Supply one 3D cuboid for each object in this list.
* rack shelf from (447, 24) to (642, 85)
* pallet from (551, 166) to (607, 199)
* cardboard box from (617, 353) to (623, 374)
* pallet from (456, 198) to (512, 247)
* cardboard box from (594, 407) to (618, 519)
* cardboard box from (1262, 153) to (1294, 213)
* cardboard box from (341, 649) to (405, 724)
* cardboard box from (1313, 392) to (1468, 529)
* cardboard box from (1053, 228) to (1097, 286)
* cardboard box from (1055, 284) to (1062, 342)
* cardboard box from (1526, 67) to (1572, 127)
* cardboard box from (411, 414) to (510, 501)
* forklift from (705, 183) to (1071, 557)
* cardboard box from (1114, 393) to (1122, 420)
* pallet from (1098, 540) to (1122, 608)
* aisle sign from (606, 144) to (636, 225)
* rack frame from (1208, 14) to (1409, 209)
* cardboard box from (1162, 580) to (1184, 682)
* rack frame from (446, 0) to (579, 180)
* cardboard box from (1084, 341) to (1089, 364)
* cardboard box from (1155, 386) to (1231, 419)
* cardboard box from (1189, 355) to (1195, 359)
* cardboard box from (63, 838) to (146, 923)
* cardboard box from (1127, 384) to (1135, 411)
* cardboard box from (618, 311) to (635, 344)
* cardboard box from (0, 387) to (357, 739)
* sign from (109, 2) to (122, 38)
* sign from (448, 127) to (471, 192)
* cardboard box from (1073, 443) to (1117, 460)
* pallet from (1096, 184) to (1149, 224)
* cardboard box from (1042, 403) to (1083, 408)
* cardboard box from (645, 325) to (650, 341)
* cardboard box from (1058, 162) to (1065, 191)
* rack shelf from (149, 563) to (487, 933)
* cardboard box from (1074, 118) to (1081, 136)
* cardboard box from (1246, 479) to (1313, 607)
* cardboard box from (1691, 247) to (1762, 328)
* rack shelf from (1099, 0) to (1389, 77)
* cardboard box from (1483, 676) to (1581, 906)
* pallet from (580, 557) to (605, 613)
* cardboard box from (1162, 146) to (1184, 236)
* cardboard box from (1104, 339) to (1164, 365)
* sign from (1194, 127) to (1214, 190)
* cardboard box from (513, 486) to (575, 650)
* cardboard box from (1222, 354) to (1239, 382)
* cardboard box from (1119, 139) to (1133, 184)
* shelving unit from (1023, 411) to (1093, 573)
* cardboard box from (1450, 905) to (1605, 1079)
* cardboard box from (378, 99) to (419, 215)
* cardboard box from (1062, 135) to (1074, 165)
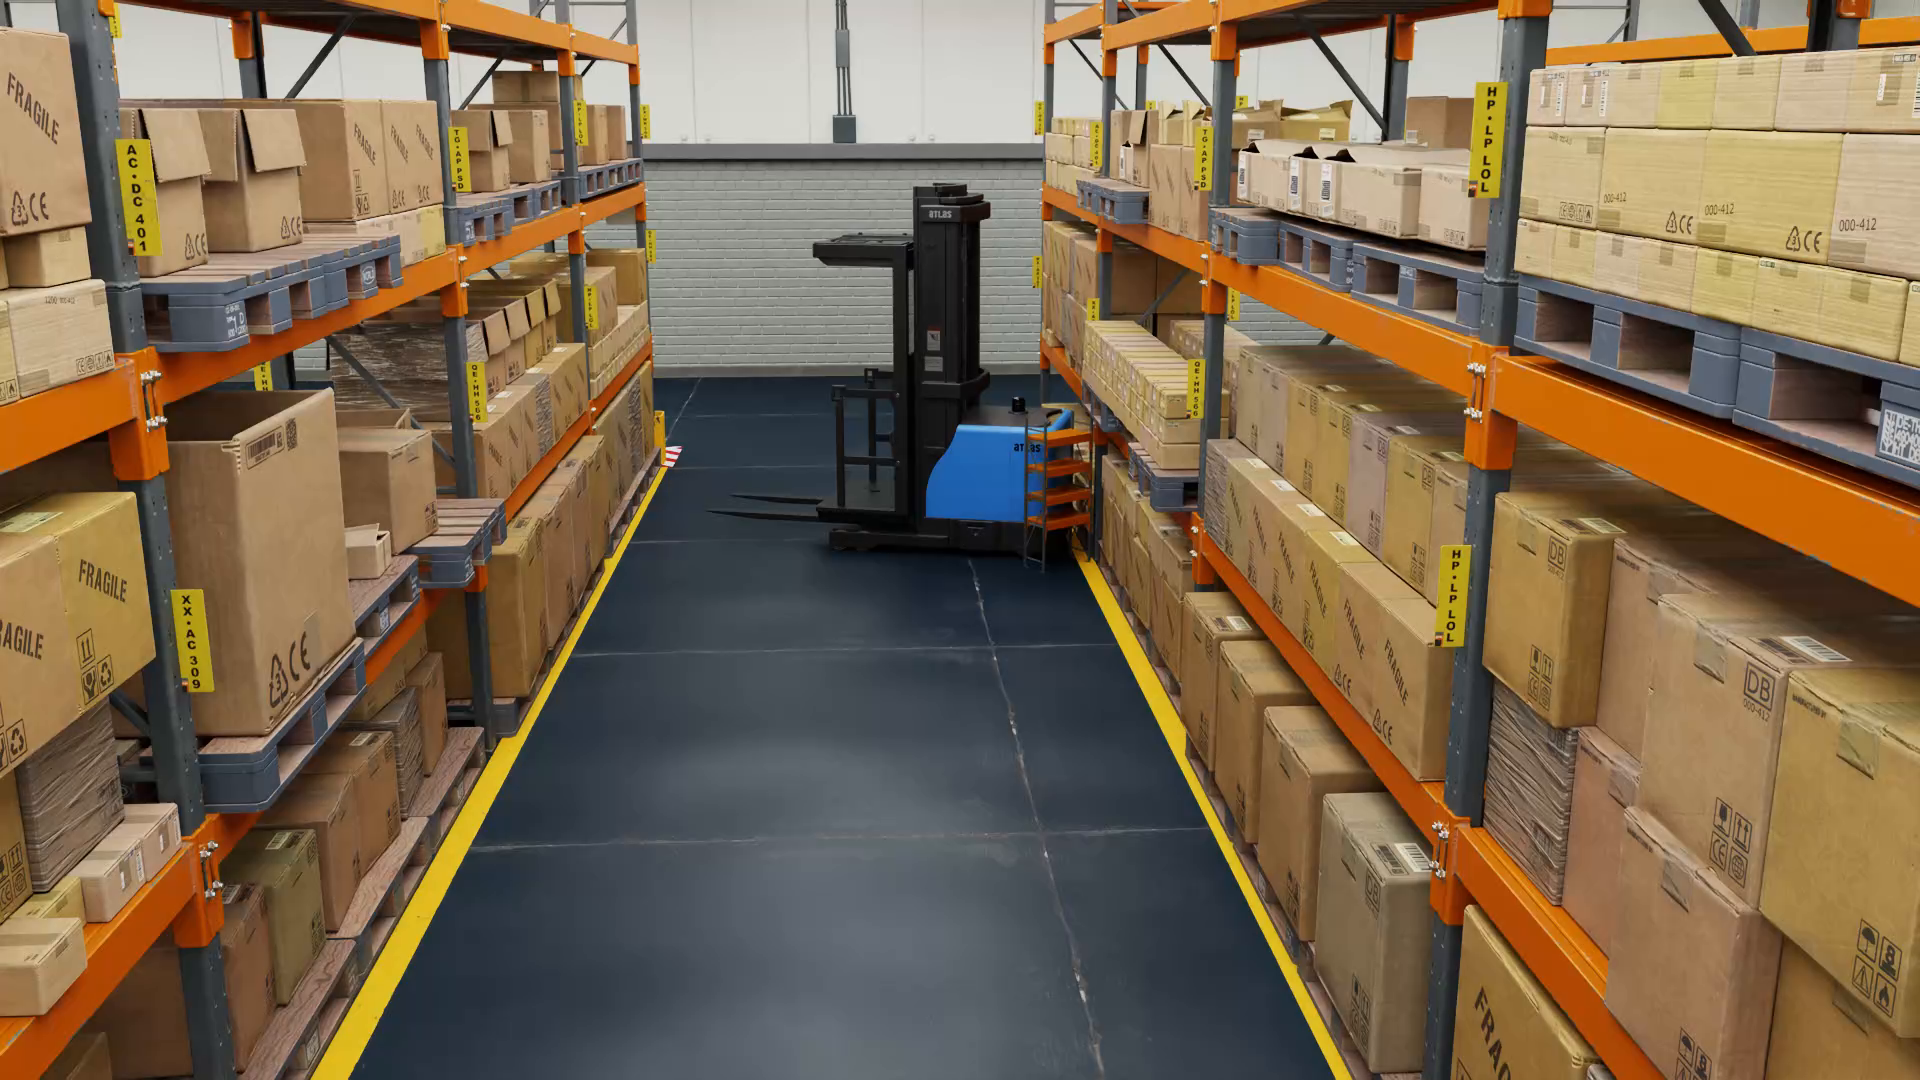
[{"bbox_3d":[-3.504,-4.112,14.195,1.077,0.370,4.000,-1,14,-3],"label":"rack shelf"},{"bbox_3d":[-3.420,-2.865,13.299,1.003,0.211,1.213,-1,14,-3],"label":"pallet"},{"bbox_3d":[-3.147,-1.531,14.460,0.380,0.149,0.250,-1,14,-3],"label":"cardboard box"},{"bbox_3d":[-3.225,-1.777,9.273,1.213,0.211,1.003,0,14,-1],"label":"pallet"},{"bbox_3d":[-3.341,-0.591,13.725,0.875,0.875,0.875,-1,14,-3],"label":"cardboard box"},{"bbox_3d":[1.681,-1.632,7.587,0.500,0.250,0.500,0,14,-2],"label":"cardboard box"},{"bbox_3d":[-3.017,0.676,8.009,0.500,0.250,0.500,1,14,3],"label":"cardboard box"},{"bbox_3d":[1.941,-0.348,7.154,0.700,0.500,0.500,-1,14,-4],"label":"cardboard box"},{"bbox_3d":[1.140,-2.603,15.321,0.500,0.500,0.500,-1,14,-5],"label":"cardboard box"},{"bbox_3d":[1.158,-2.119,15.446,0.500,0.500,0.500,-1,14,-3],"label":"cardboard box"},{"bbox_3d":[1.756,-1.186,4.459,0.380,0.149,0.250,-1,14,-3],"label":"cardboard box"},{"bbox_3d":[-2.890,-0.430,9.478,0.500,0.500,0.500,0,14,-2],"label":"cardboard box"},{"bbox_3d":[-0.611,-1.453,13.790,3.031,2.935,1.130,3,15,12],"label":"forklift"},{"bbox_3d":[1.241,-0.892,11.135,0.380,0.149,0.250,-2,15,-6],"label":"cardboard box"},{"bbox_3d":[1.627,0.241,12.665,1.003,0.211,1.213,-1,14,-3],"label":"pallet"},{"bbox_3d":[-3.332,-3.528,16.500,0.394,0.787,0.004,-1,14,-3],"label":"aisle sign"},{"bbox_3d":[1.825,-3.213,8.456,1.000,3.000,0.127,-1,14,-3],"label":"rack frame"},{"bbox_3d":[1.523,0.540,10.083,0.500,0.500,0.500,-1,14,-4],"label":"cardboard box"},{"bbox_3d":[-3.380,-4.157,12.123,1.000,3.000,0.127,-1,14,-3],"label":"rack frame"},{"bbox_3d":[1.142,-1.424,12.604,0.380,0.149,0.250,-1,14,-3],"label":"cardboard box"},{"bbox_3d":[1.337,-0.793,9.555,0.380,0.149,0.250,-1,15,-6],"label":"cardboard box"},{"bbox_3d":[1.850,-1.238,11.881,0.380,0.149,0.250,-1,14,-5],"label":"cardboard box"},{"bbox_3d":[-2.571,0.971,4.736,0.380,0.149,0.250,-1,14,-3],"label":"cardboard box"},{"bbox_3d":[1.275,-0.906,10.591,0.380,0.149,0.250,-1,14,-4],"label":"cardboard box"},{"bbox_3d":[-3.270,-1.948,15.284,0.500,0.250,0.500,-1,14,-5],"label":"cardboard box"},{"bbox_3d":[-2.793,0.045,5.787,1.000,1.000,1.000,-1,14,-3],"label":"cardboard box"},{"bbox_3d":[-8.023,-4.931,15.781,0.100,0.325,0.005,-1,14,-3],"label":"sign"},{"bbox_3d":[-2.590,-1.968,8.596,0.100,0.325,0.005,-1,14,-3],"label":"sign"},{"bbox_3d":[1.170,-0.755,14.624,0.380,0.149,0.250,-2,15,-6],"label":"cardboard box"},{"bbox_3d":[1.576,-2.252,11.114,1.213,0.211,1.003,-1,14,-3],"label":"pallet"},{"bbox_3d":[1.023,-1.273,16.639,0.380,0.149,0.250,-2,15,-6],"label":"cardboard box"},{"bbox_3d":[-3.277,-2.041,16.444,0.380,0.149,0.250,-1,14,-2],"label":"cardboard box"},{"bbox_3d":[1.175,-3.303,15.126,0.500,0.250,0.500,-1,14,-5],"label":"cardboard box"},{"bbox_3d":[-3.008,0.589,7.160,1.077,0.370,4.000,-1,14,-3],"label":"rack shelf"},{"bbox_3d":[1.179,-3.513,14.138,0.380,0.149,0.250,-1,14,-4],"label":"cardboard box"},{"bbox_3d":[1.648,0.011,7.762,0.500,0.500,0.500,-1,14,-3],"label":"cardboard box"},{"bbox_3d":[1.821,-0.547,3.574,0.380,0.149,0.250,-1,14,-4],"label":"cardboard box"},{"bbox_3d":[1.701,-3.169,10.529,1.077,0.370,4.000,-1,14,-3],"label":"rack shelf"},{"bbox_3d":[2.108,0.706,4.963,0.875,0.550,0.550,-1,14,-3],"label":"cardboard box"},{"bbox_3d":[-3.257,0.290,12.476,1.003,0.211,1.213,-1,14,-3],"label":"pallet"},{"bbox_3d":[1.492,-2.071,9.837,0.500,0.500,0.500,-1,14,-3],"label":"cardboard box"},{"bbox_3d":[1.209,-1.309,11.561,0.380,0.149,0.250,-1,14,-4],"label":"cardboard box"},{"bbox_3d":[1.283,-2.003,8.735,0.100,0.325,0.005,-1,14,-3],"label":"sign"},{"bbox_3d":[-3.201,0.175,10.747,1.225,0.875,0.875,-1,14,-3],"label":"cardboard box"},{"bbox_3d":[1.907,-1.123,10.837,0.380,0.149,0.250,0,14,-2],"label":"cardboard box"},{"bbox_3d":[1.422,-2.694,11.792,0.500,0.311,0.500,-1,14,-4],"label":"cardboard box"},{"bbox_3d":[0.774,-0.384,13.111,0.503,1.200,0.258,-12,18,-38],"label":"shelving unit"},{"bbox_3d":[2.042,1.670,4.938,0.875,0.875,0.875,-1,14,-3],"label":"cardboard box"},{"bbox_3d":[-2.810,-1.758,7.614,0.500,0.500,0.500,-1,14,-4],"label":"cardboard box"},{"bbox_3d":[1.183,-3.425,14.597,0.500,0.250,0.500,-1,14,-6],"label":"cardboard box"}]
